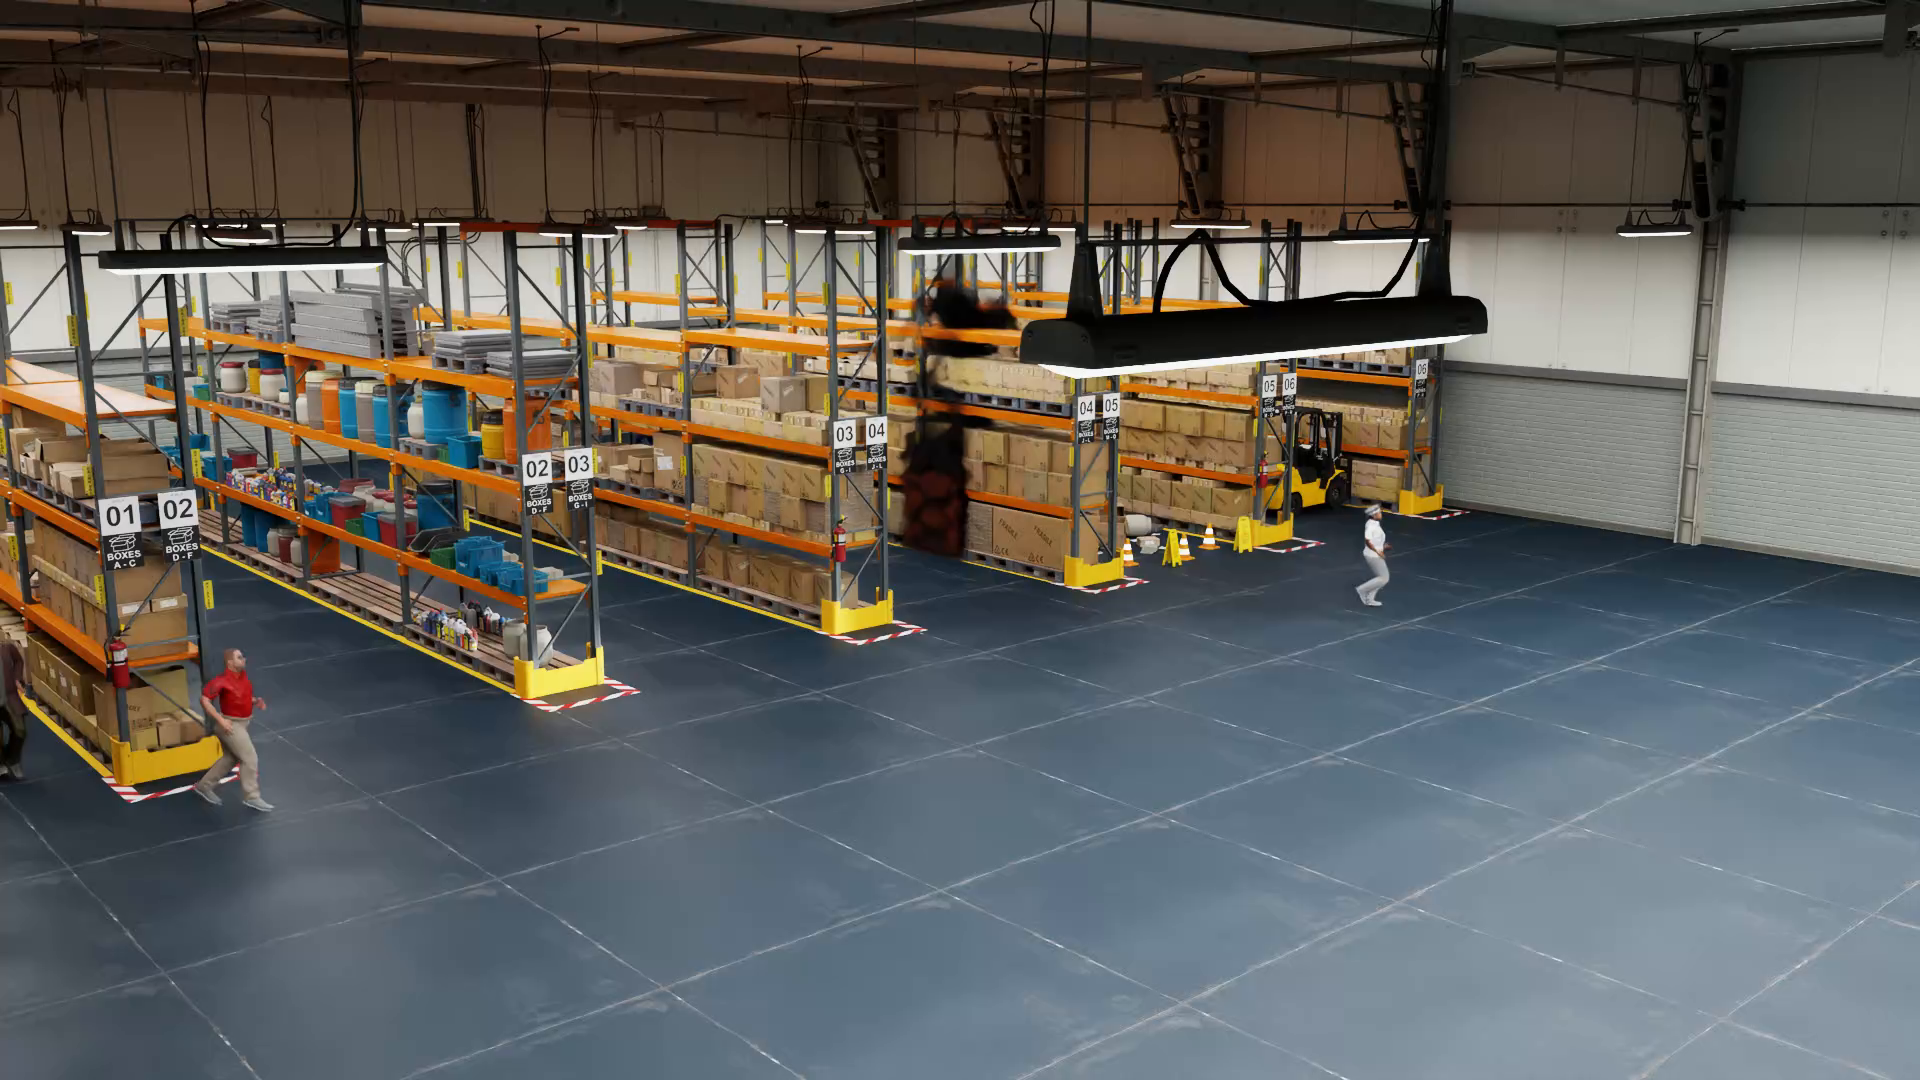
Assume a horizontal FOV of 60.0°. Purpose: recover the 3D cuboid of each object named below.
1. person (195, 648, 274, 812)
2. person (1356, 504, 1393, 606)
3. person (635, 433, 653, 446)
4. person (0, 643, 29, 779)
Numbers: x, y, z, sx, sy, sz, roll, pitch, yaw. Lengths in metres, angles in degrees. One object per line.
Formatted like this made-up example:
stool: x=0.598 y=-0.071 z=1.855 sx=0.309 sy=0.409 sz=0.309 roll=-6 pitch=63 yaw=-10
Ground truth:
person: x=-7.719 y=2.033 z=17.627 sx=0.815 sy=1.697 sz=0.654 roll=-1 pitch=11 yaw=-6
person: x=6.617 y=0.240 z=26.490 sx=0.573 sy=1.653 sz=0.571 roll=1 pitch=11 yaw=7
person: x=-7.789 y=-2.718 z=41.309 sx=0.696 sy=1.673 sz=0.699 roll=4 pitch=12 yaw=21
person: x=-10.643 y=1.819 z=18.440 sx=0.688 sy=1.797 sz=0.724 roll=-11 pitch=16 yaw=-44
